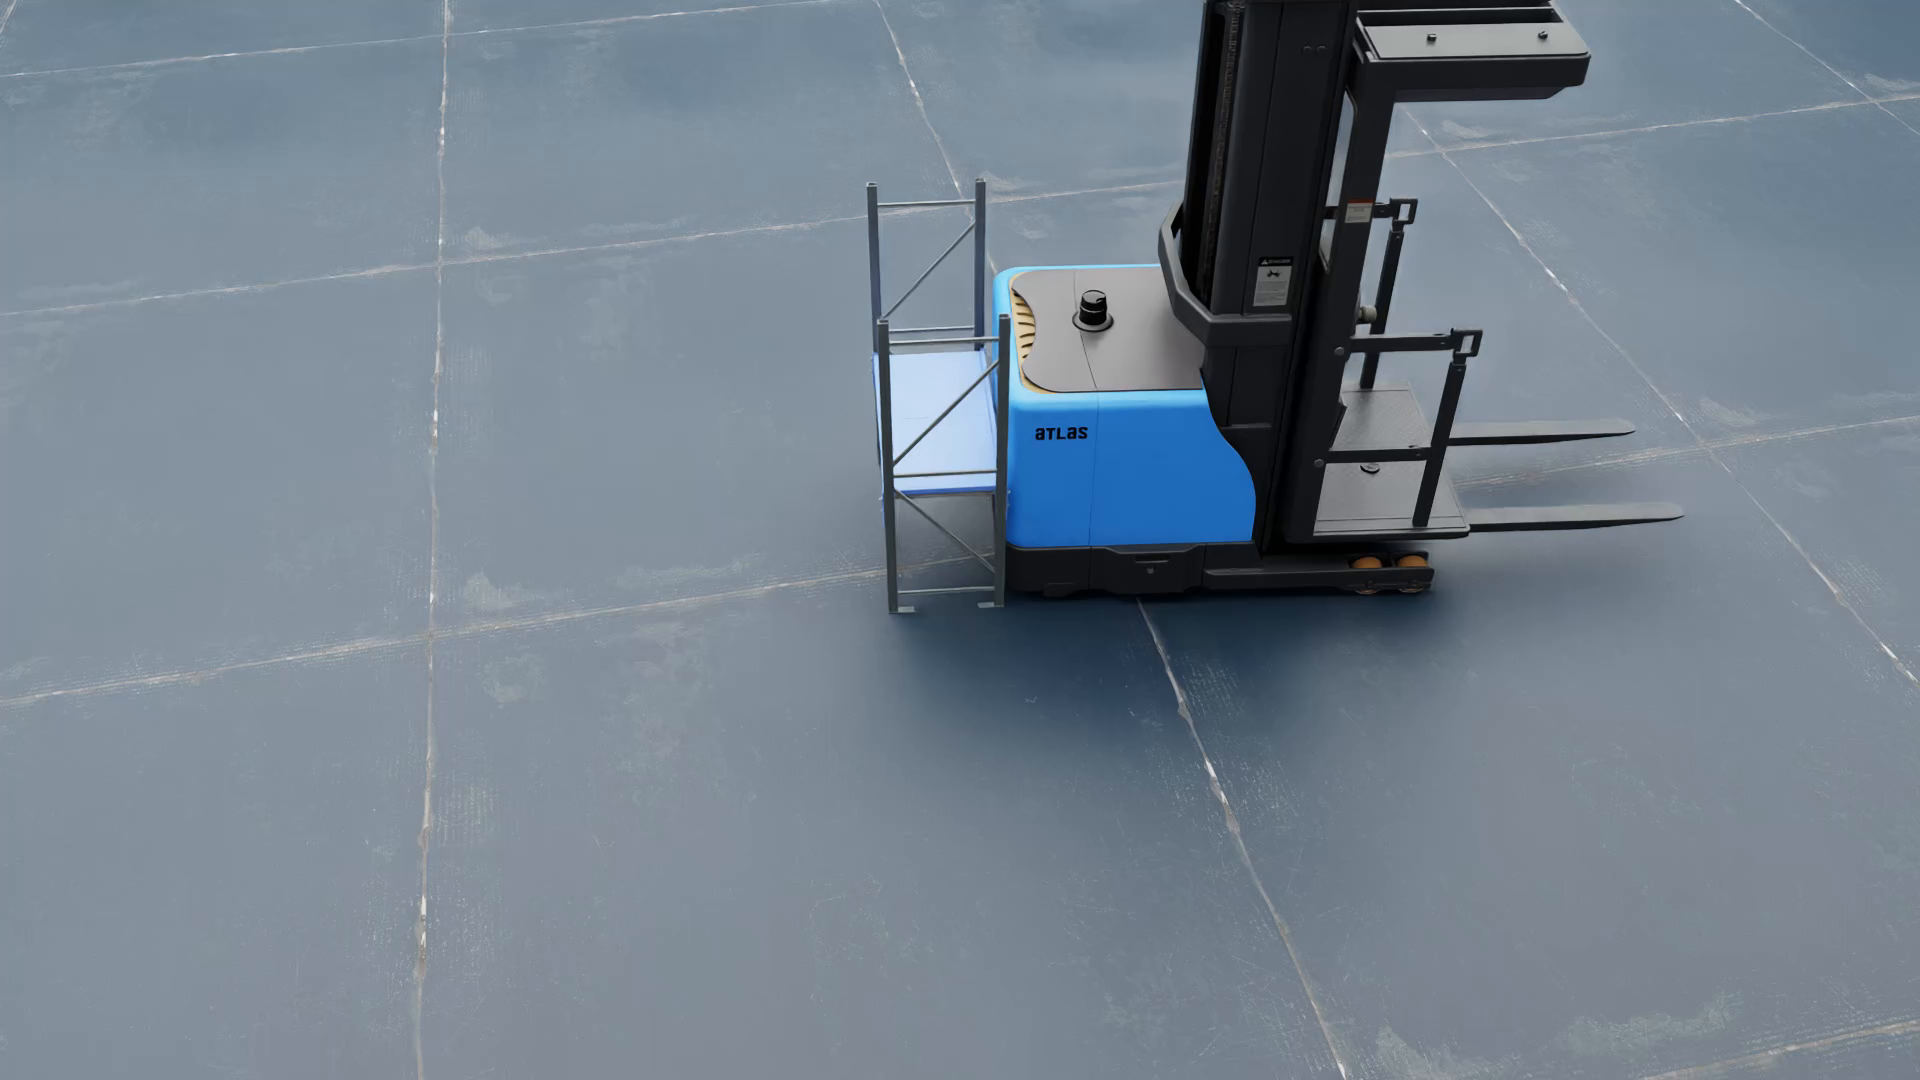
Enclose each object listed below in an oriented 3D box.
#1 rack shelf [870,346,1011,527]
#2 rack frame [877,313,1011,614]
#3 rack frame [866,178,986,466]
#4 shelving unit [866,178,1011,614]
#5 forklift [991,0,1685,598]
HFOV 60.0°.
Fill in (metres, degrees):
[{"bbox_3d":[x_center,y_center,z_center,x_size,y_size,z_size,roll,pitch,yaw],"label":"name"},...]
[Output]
[{"bbox_3d":[-0.101,-0.467,7.199,0.538,0.185,1.000,-3,42,-3],"label":"rack shelf"},{"bbox_3d":[-0.060,-0.265,6.701,0.500,1.500,0.032,-3,42,-3],"label":"rack frame"},{"bbox_3d":[-0.141,-0.938,7.458,0.500,1.500,0.032,-3,42,-3],"label":"rack frame"},{"bbox_3d":[-0.101,-0.601,7.080,0.538,1.500,1.048,-3,42,-3],"label":"shelving unit"},{"bbox_3d":[1.664,-1.212,6.689,3.031,2.935,1.130,-2,42,-2],"label":"forklift"}]
